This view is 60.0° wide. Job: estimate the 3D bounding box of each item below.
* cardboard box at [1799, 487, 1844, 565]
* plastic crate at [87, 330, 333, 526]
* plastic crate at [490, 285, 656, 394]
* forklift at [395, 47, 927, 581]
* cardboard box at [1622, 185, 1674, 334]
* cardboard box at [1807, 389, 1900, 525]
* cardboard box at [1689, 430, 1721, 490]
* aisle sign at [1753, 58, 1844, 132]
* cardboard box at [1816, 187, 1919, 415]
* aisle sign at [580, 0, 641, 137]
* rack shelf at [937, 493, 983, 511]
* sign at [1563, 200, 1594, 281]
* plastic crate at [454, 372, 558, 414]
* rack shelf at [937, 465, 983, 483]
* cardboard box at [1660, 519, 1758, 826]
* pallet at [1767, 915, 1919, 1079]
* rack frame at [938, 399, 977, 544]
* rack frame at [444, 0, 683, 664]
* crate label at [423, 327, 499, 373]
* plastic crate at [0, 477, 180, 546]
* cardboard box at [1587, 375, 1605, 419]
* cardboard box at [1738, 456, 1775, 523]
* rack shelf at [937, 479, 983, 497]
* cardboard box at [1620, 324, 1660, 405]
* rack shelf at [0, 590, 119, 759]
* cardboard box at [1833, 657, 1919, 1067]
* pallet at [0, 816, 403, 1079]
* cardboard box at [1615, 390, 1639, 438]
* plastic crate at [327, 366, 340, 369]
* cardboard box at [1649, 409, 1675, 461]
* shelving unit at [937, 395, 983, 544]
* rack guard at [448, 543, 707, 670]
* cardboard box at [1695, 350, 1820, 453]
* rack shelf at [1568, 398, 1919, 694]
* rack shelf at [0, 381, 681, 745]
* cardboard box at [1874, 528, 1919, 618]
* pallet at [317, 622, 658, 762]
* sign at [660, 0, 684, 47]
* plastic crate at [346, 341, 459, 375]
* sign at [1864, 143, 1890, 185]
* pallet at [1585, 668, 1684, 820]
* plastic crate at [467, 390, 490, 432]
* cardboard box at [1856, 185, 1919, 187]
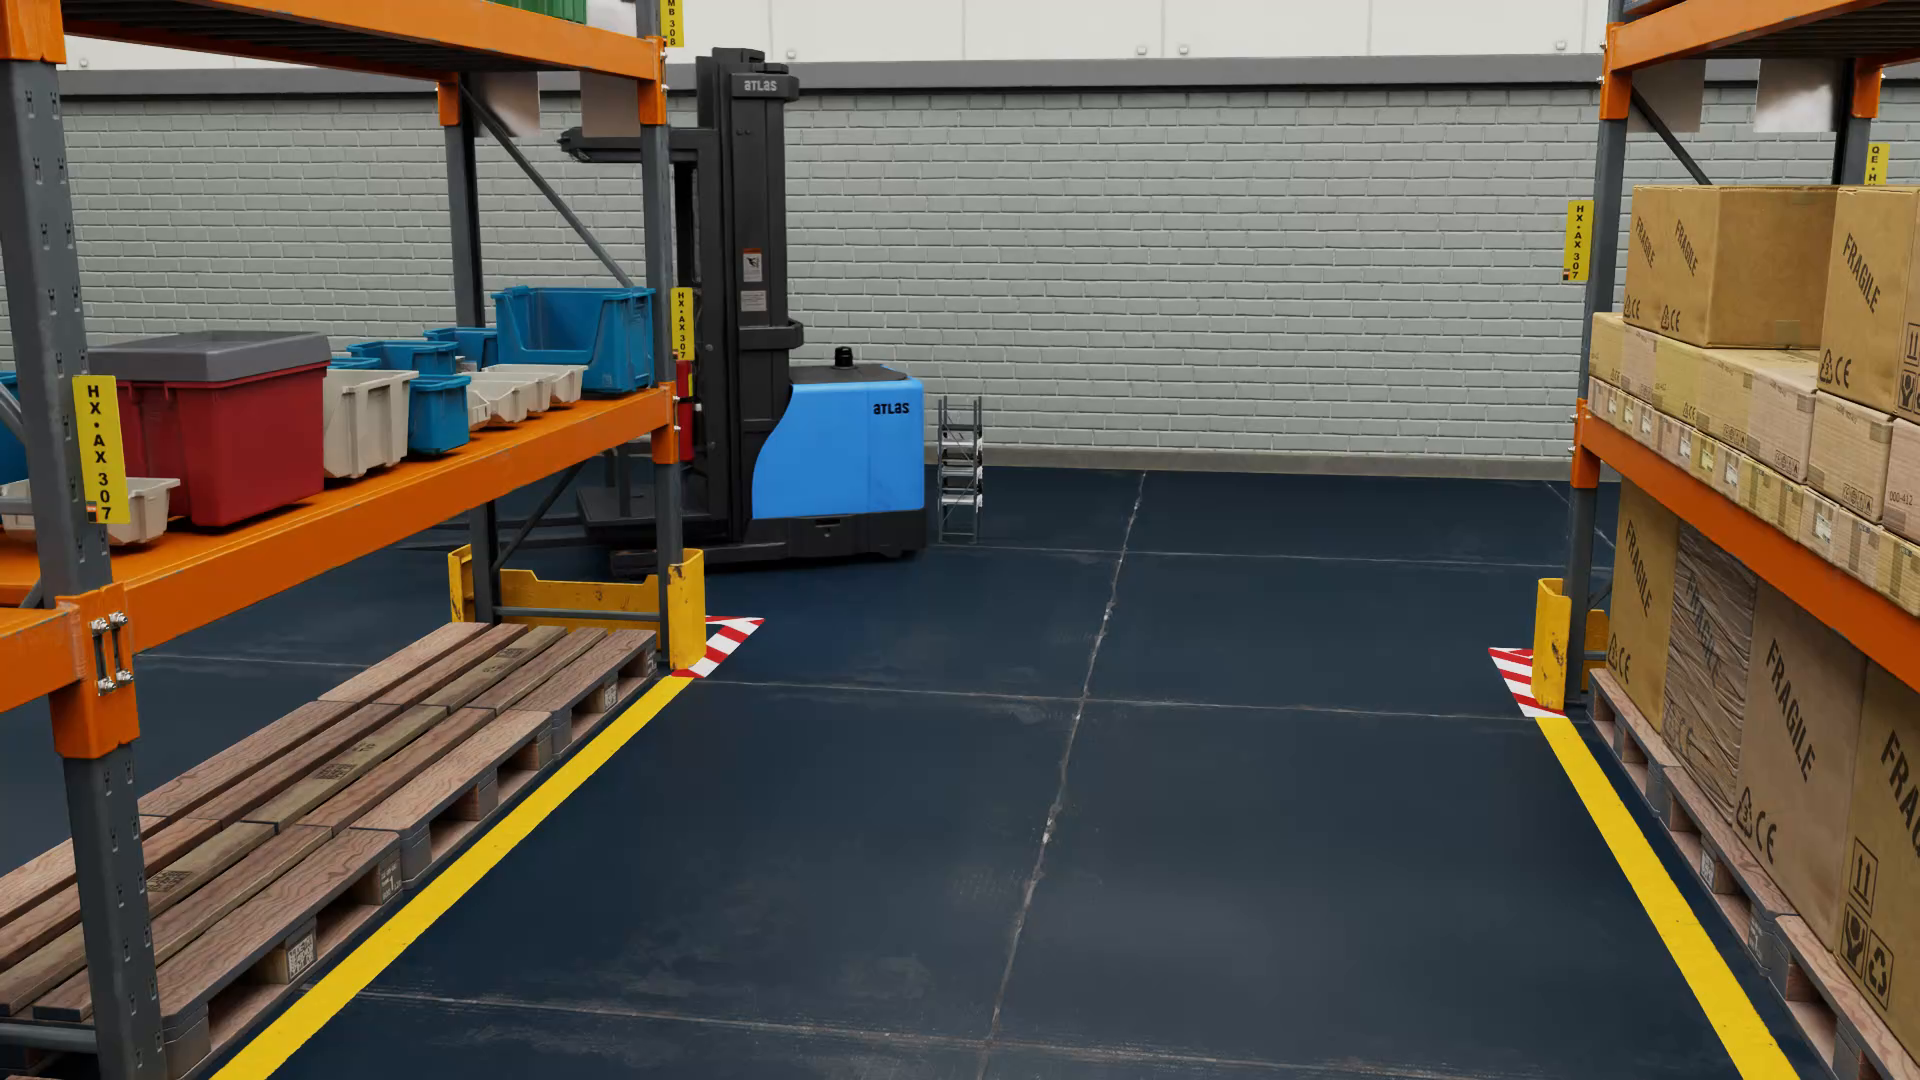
[{"bbox_3d":[2.320,-0.030,4.110,0.380,0.149,0.250,2,12,10],"label":"cardboard box"},{"bbox_3d":[-2.030,-0.317,4.551,0.402,0.464,0.583,2,12,9],"label":"plastic crate"},{"bbox_3d":[-1.667,-0.882,7.242,0.616,0.435,0.499,2,12,9],"label":"plastic crate"},{"bbox_3d":[-1.774,-1.327,9.691,3.031,2.935,1.130,-4,13,-16],"label":"forklift"},{"bbox_3d":[2.676,-0.995,5.858,0.500,0.500,0.500,2,12,7],"label":"cardboard box"},{"bbox_3d":[2.364,-0.199,3.946,0.500,0.250,0.500,2,12,10],"label":"cardboard box"},{"bbox_3d":[2.478,-0.245,5.106,0.380,0.149,0.250,2,12,7],"label":"cardboard box"},{"bbox_3d":[3.401,-2.027,6.609,0.394,0.787,0.004,2,12,9],"label":"aisle sign"},{"bbox_3d":[2.366,-0.566,3.868,0.500,0.500,0.500,2,12,9],"label":"cardboard box"},{"bbox_3d":[-1.500,-2.188,7.355,0.394,0.787,0.004,2,12,9],"label":"aisle sign"},{"bbox_3d":[0.001,-0.233,10.451,0.258,0.077,0.200,2,12,9],"label":"rack shelf"},{"bbox_3d":[2.546,-1.232,6.848,0.100,0.325,0.005,2,12,9],"label":"sign"},{"bbox_3d":[-1.806,-0.577,6.532,0.396,0.136,0.243,2,12,9],"label":"plastic crate"},{"bbox_3d":[0.001,-0.409,10.413,0.258,0.077,0.200,2,12,9],"label":"rack shelf"},{"bbox_3d":[2.934,0.407,5.529,0.875,0.875,0.875,2,12,9],"label":"cardboard box"},{"bbox_3d":[2.673,1.289,4.012,1.003,0.211,1.213,2,12,9],"label":"pallet"},{"bbox_3d":[-0.014,-0.420,10.308,0.240,0.900,0.006,2,12,9],"label":"rack frame"},{"bbox_3d":[-1.800,-0.912,7.603,1.000,3.000,0.127,2,12,9],"label":"rack frame"},{"bbox_3d":[-2.164,-0.818,7.426,0.416,0.233,0.303,2,12,9],"label":"crate label"},{"bbox_3d":[-2.203,-0.072,4.189,0.396,0.136,0.243,2,12,9],"label":"plastic crate"},{"bbox_3d":[2.713,-0.565,6.592,0.380,0.149,0.250,2,12,9],"label":"cardboard box"},{"bbox_3d":[2.399,-0.137,4.607,0.380,0.149,0.250,2,12,8],"label":"cardboard box"},{"bbox_3d":[0.001,-0.321,10.432,0.258,0.077,0.200,2,12,9],"label":"rack shelf"},{"bbox_3d":[2.680,-0.624,5.917,0.500,0.250,0.500,2,12,8],"label":"cardboard box"},{"bbox_3d":[-2.723,0.689,1.884,1.077,0.370,4.000,2,12,9],"label":"rack shelf"},{"bbox_3d":[2.659,0.780,3.800,0.875,0.875,0.875,2,12,9],"label":"cardboard box"},{"bbox_3d":[-2.341,1.130,4.750,1.003,0.211,1.213,2,12,9],"label":"pallet"},{"bbox_3d":[2.636,-0.458,6.096,0.380,0.149,0.250,2,12,7],"label":"cardboard box"},{"bbox_3d":[-2.412,-0.482,5.864,0.416,0.233,0.300,2,12,9],"label":"plastic crate"},{"bbox_3d":[2.557,-0.351,5.599,0.380,0.149,0.250,2,12,8],"label":"cardboard box"},{"bbox_3d":[0.001,-0.442,10.406,0.258,0.900,0.210,2,12,9],"label":"shelving unit"},{"bbox_3d":[-1.809,0.305,7.892,1.175,0.500,0.348,2,12,9],"label":"rack guard"},{"bbox_3d":[2.524,-0.410,4.927,0.500,0.250,0.500,2,12,8],"label":"cardboard box"},{"bbox_3d":[2.786,0.017,5.003,1.077,0.370,4.000,2,12,9],"label":"rack shelf"},{"bbox_3d":[-2.108,-0.144,5.747,1.077,0.370,4.000,2,12,9],"label":"rack shelf"},{"bbox_3d":[2.241,0.077,3.614,0.380,0.149,0.250,2,12,10],"label":"cardboard box"},{"bbox_3d":[-1.965,0.622,7.106,1.003,0.211,1.213,2,12,9],"label":"pallet"},{"bbox_3d":[-1.254,-2.312,7.231,0.100,0.325,0.005,2,12,9],"label":"sign"},{"bbox_3d":[-2.265,-0.681,6.790,0.416,0.233,0.300,2,12,9],"label":"plastic crate"},{"bbox_3d":[3.628,-1.412,6.617,0.100,0.325,0.005,2,12,9],"label":"sign"},{"bbox_3d":[3.048,0.781,6.368,1.003,0.211,1.213,2,12,9],"label":"pallet"},{"bbox_3d":[-1.852,-0.456,5.971,0.298,0.136,0.250,2,12,9],"label":"plastic crate"},{"bbox_3d":[3.279,-1.080,6.254,0.500,0.500,0.500,2,12,9],"label":"cardboard box"}]
